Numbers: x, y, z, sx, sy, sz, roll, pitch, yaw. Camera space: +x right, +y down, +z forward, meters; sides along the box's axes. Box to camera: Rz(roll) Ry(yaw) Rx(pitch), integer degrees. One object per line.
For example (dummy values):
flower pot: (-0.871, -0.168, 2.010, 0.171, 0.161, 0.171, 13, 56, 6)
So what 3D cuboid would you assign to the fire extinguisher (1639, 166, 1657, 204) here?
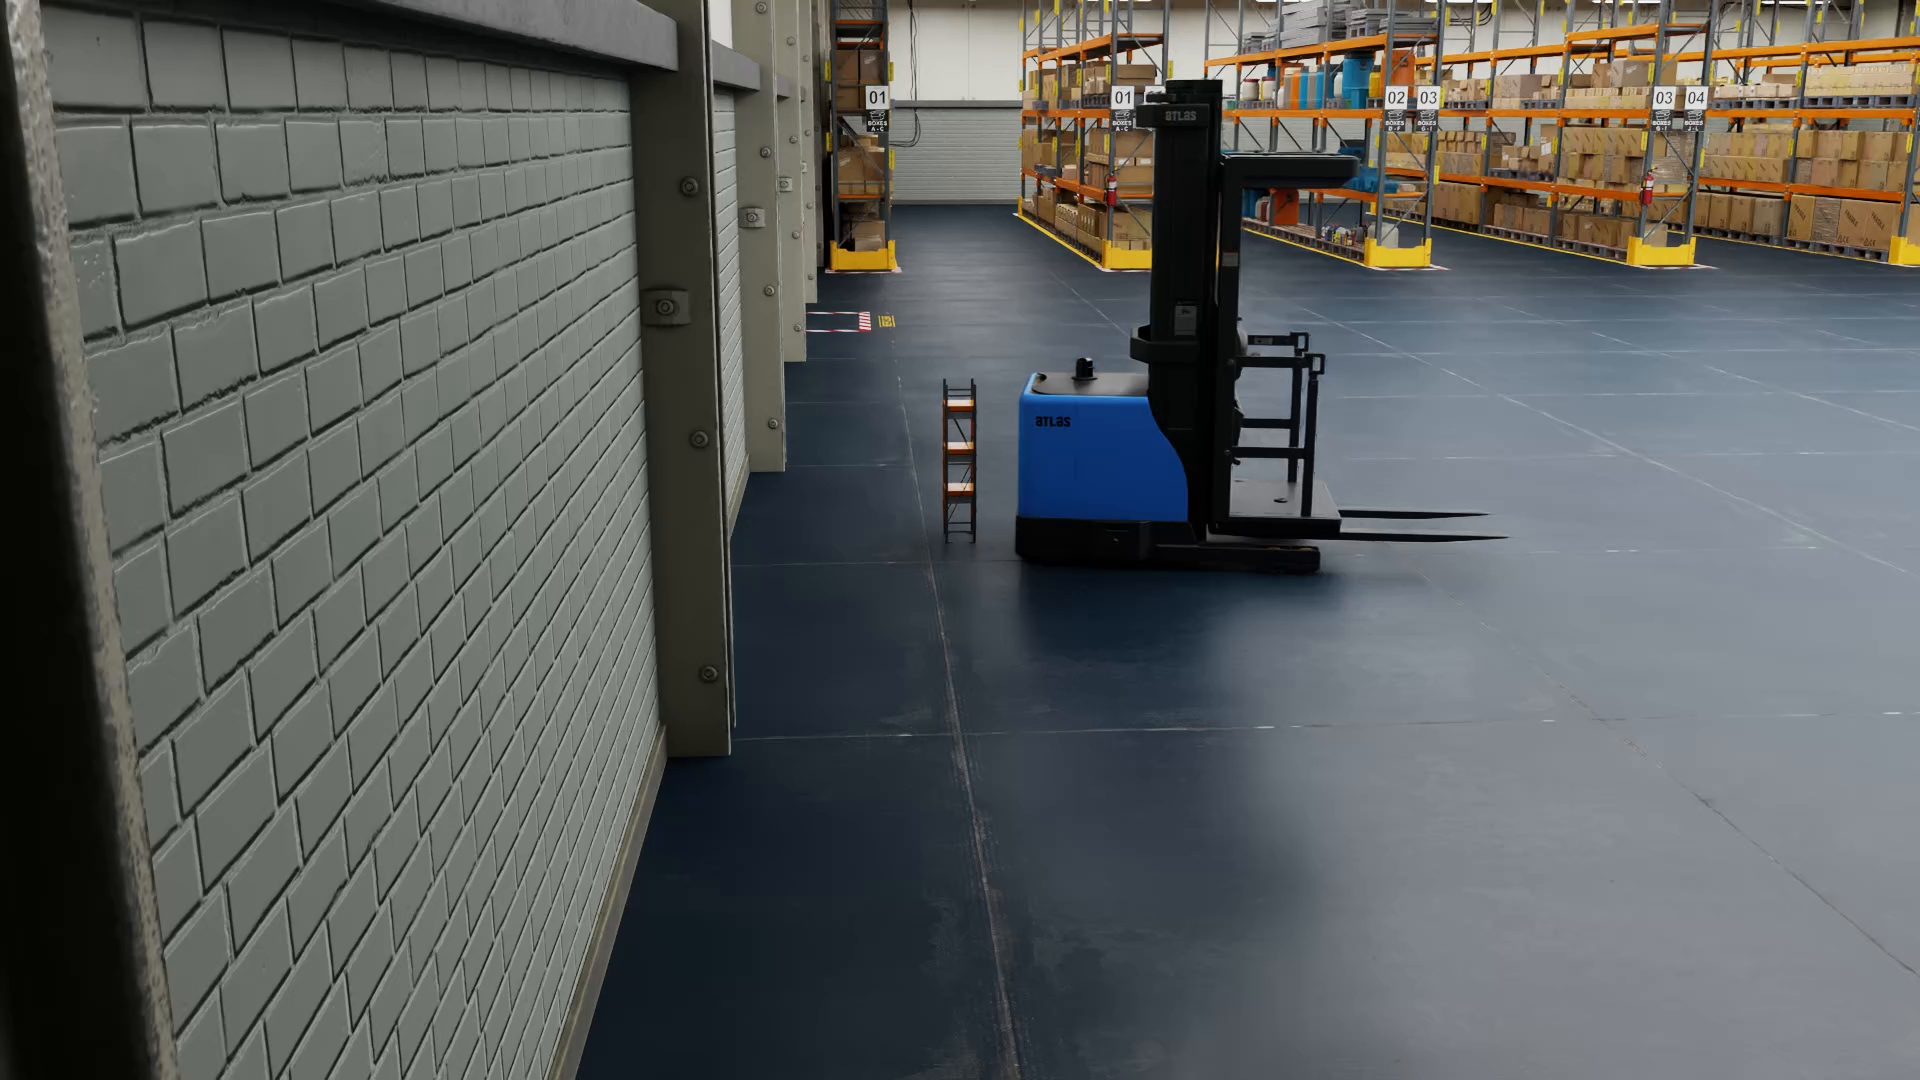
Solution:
fire extinguisher: (12.617, -6.514, 30.478, 0.296, 0.674, 0.183, -1, 14, -3)

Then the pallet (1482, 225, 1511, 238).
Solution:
pallet: (12.621, -7.032, 37.932, 1.003, 0.211, 1.213, -1, 14, -3)

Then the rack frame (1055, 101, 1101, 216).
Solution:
rack frame: (2.686, -8.424, 37.749, 1.000, 3.000, 0.127, -1, 14, -3)

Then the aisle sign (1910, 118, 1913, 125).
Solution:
aisle sign: (26.626, -12.068, 46.693, 0.394, 0.787, 0.004, -1, 14, -3)

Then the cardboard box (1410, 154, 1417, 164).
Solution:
cardboard box: (12.002, -9.877, 43.099, 0.500, 0.250, 0.500, 0, 14, -2)

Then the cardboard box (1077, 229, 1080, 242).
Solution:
cardboard box: (2.660, -6.181, 33.706, 0.500, 0.250, 0.500, -1, 14, -3)

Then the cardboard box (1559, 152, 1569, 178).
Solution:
cardboard box: (12.788, -7.661, 33.985, 0.875, 0.500, 0.500, -1, 14, -3)

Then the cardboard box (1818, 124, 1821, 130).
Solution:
cardboard box: (22.424, -10.717, 43.150, 0.380, 0.149, 0.250, -1, 14, -3)

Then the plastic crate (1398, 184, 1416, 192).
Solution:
plastic crate: (8.392, -6.610, 31.227, 0.298, 0.136, 0.250, -1, 14, -3)

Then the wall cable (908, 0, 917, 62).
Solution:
wall cable: (-0.047, -15.638, 49.842, 3.097, 2.526, 0.112, -1, 14, -3)

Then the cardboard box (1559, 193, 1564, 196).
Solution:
cardboard box: (16.728, -9.593, 45.974, 0.380, 0.149, 0.250, -2, 15, -6)

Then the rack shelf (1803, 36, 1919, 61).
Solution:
rack shelf: (17.902, -9.499, 32.132, 1.077, 0.370, 4.000, -1, 14, -3)

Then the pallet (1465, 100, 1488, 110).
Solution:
pallet: (12.481, -10.097, 38.609, 1.213, 0.211, 1.003, 0, 14, -1)

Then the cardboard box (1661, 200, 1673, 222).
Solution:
cardboard box: (17.200, -7.909, 39.921, 0.500, 0.500, 0.500, 0, 14, -1)

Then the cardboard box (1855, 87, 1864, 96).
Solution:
cardboard box: (17.573, -8.678, 32.175, 0.380, 0.149, 0.250, -1, 14, -3)

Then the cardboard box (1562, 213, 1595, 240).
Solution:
cardboard box: (12.806, -6.474, 34.343, 0.500, 0.500, 0.500, -1, 14, -5)

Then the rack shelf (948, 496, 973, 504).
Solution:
rack shelf: (-0.003, -0.291, 11.007, 0.166, 0.050, 0.221, -1, 14, -3)

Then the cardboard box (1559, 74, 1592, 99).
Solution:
cardboard box: (12.891, -9.406, 34.495, 0.797, 0.503, 0.637, -2, 15, -6)

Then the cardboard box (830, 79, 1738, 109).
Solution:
cardboard box: (7.869, -9.124, 34.226, 20.217, 0.510, 10.029, 0, 14, 1)

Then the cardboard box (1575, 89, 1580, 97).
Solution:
cardboard box: (12.619, -9.004, 33.483, 0.380, 0.149, 0.250, -2, 15, -6)

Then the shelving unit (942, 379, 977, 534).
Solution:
shelving unit: (-0.003, -0.522, 10.948, 0.215, 1.050, 0.249, -1, 14, -3)

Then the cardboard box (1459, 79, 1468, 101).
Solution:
cardboard box: (12.426, -10.790, 39.874, 0.797, 0.503, 0.637, -1, 14, -4)

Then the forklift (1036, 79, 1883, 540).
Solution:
forklift: (14.563, -6.814, 31.177, 23.640, 3.159, 46.598, 2, 15, 6)

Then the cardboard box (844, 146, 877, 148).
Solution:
cardboard box: (-2.157, -8.353, 36.388, 0.700, 0.500, 0.500, -2, 15, -9)

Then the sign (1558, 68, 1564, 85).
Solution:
sign: (12.268, -9.466, 33.949, 0.100, 0.325, 0.005, -1, 14, -3)

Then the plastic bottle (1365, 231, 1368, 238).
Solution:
plastic bottle: (8.138, -6.077, 33.193, 0.061, 0.283, 0.133, -1, 14, -3)

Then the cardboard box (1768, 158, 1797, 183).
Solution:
cardboard box: (22.396, -9.111, 40.217, 11.021, 0.500, 10.274, -1, 14, -4)

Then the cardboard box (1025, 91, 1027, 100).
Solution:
cardboard box: (1.987, -11.780, 44.068, 0.500, 0.250, 0.500, -1, 14, -3)

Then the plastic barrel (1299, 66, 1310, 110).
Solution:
plastic barrel: (7.549, -9.649, 35.483, 0.600, 0.901, 0.708, -1, 14, -3)

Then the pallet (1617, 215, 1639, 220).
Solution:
pallet: (17.332, -8.079, 42.001, 1.003, 0.211, 1.213, -1, 14, -3)

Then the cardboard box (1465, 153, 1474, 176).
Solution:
cardboard box: (12.271, -8.868, 39.272, 0.500, 0.500, 0.500, -1, 14, -4)

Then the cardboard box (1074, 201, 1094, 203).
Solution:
cardboard box: (2.905, -7.675, 38.968, 0.500, 0.500, 0.500, -1, 14, -5)

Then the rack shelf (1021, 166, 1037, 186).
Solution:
rack shelf: (2.315, -9.568, 43.638, 1.077, 0.370, 4.000, -1, 14, -3)

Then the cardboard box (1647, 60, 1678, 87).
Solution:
cardboard box: (13.247, -8.847, 31.572, 0.500, 0.500, 0.500, -1, 14, -4)

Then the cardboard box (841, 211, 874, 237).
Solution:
cardboard box: (-2.154, -6.665, 35.045, 0.700, 0.500, 0.500, -1, 14, -5)

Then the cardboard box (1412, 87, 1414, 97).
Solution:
cardboard box: (12.159, -11.921, 44.074, 0.700, 0.500, 0.500, -2, 15, -7)

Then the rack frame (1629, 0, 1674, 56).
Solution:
rack frame: (17.283, -12.528, 41.658, 1.000, 3.000, 0.127, -1, 14, -3)

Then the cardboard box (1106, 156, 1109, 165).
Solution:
cardboard box: (2.921, -7.081, 31.024, 0.380, 0.149, 0.250, -1, 14, -3)

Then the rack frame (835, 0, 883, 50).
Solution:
rack frame: (-2.010, -10.258, 32.834, 1.000, 3.000, 0.127, -1, 14, -3)

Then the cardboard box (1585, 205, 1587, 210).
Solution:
cardboard box: (16.905, -8.861, 44.324, 0.380, 0.149, 0.250, -1, 14, -2)

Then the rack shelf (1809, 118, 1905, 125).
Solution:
rack shelf: (22.341, -10.331, 40.583, 1.077, 0.370, 4.000, -1, 14, -3)

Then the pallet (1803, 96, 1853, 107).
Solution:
pallet: (17.819, -8.839, 33.519, 1.003, 0.211, 1.213, -1, 14, -3)

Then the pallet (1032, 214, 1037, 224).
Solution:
pallet: (2.397, -8.239, 42.627, 1.003, 0.211, 1.213, -1, 14, -3)

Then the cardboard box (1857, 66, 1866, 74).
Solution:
cardboard box: (17.572, -9.065, 32.080, 0.380, 0.149, 0.250, -1, 14, -3)

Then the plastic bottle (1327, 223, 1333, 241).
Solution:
plastic bottle: (7.514, -6.228, 33.646, 0.144, 0.351, 0.185, 0, 14, -2)

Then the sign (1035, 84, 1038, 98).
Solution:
sign: (1.897, -11.112, 41.137, 0.100, 0.325, 0.005, -1, 14, -3)

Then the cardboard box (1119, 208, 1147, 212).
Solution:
cardboard box: (3.294, -6.055, 31.710, 0.500, 0.500, 0.500, -1, 14, -3)

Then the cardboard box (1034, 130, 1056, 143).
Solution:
cardboard box: (2.149, -10.074, 41.951, 0.500, 0.500, 0.500, -1, 14, -3)

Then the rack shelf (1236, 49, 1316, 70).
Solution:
rack shelf: (7.506, -11.361, 39.368, 1.077, 0.370, 4.000, -1, 14, -3)

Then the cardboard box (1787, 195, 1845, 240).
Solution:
cardboard box: (17.747, -6.650, 34.273, 0.875, 0.875, 0.875, -1, 14, -3)

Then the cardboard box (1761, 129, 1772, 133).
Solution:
cardboard box: (21.825, -10.748, 44.571, 0.500, 0.500, 0.500, -1, 14, -3)

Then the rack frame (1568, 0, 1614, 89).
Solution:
rack frame: (12.825, -10.487, 33.726, 0.949, 2.616, 0.053, -1, 14, -3)

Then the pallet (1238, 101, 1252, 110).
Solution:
pallet: (7.529, -10.663, 40.807, 1.213, 0.211, 1.003, -1, 14, -3)
